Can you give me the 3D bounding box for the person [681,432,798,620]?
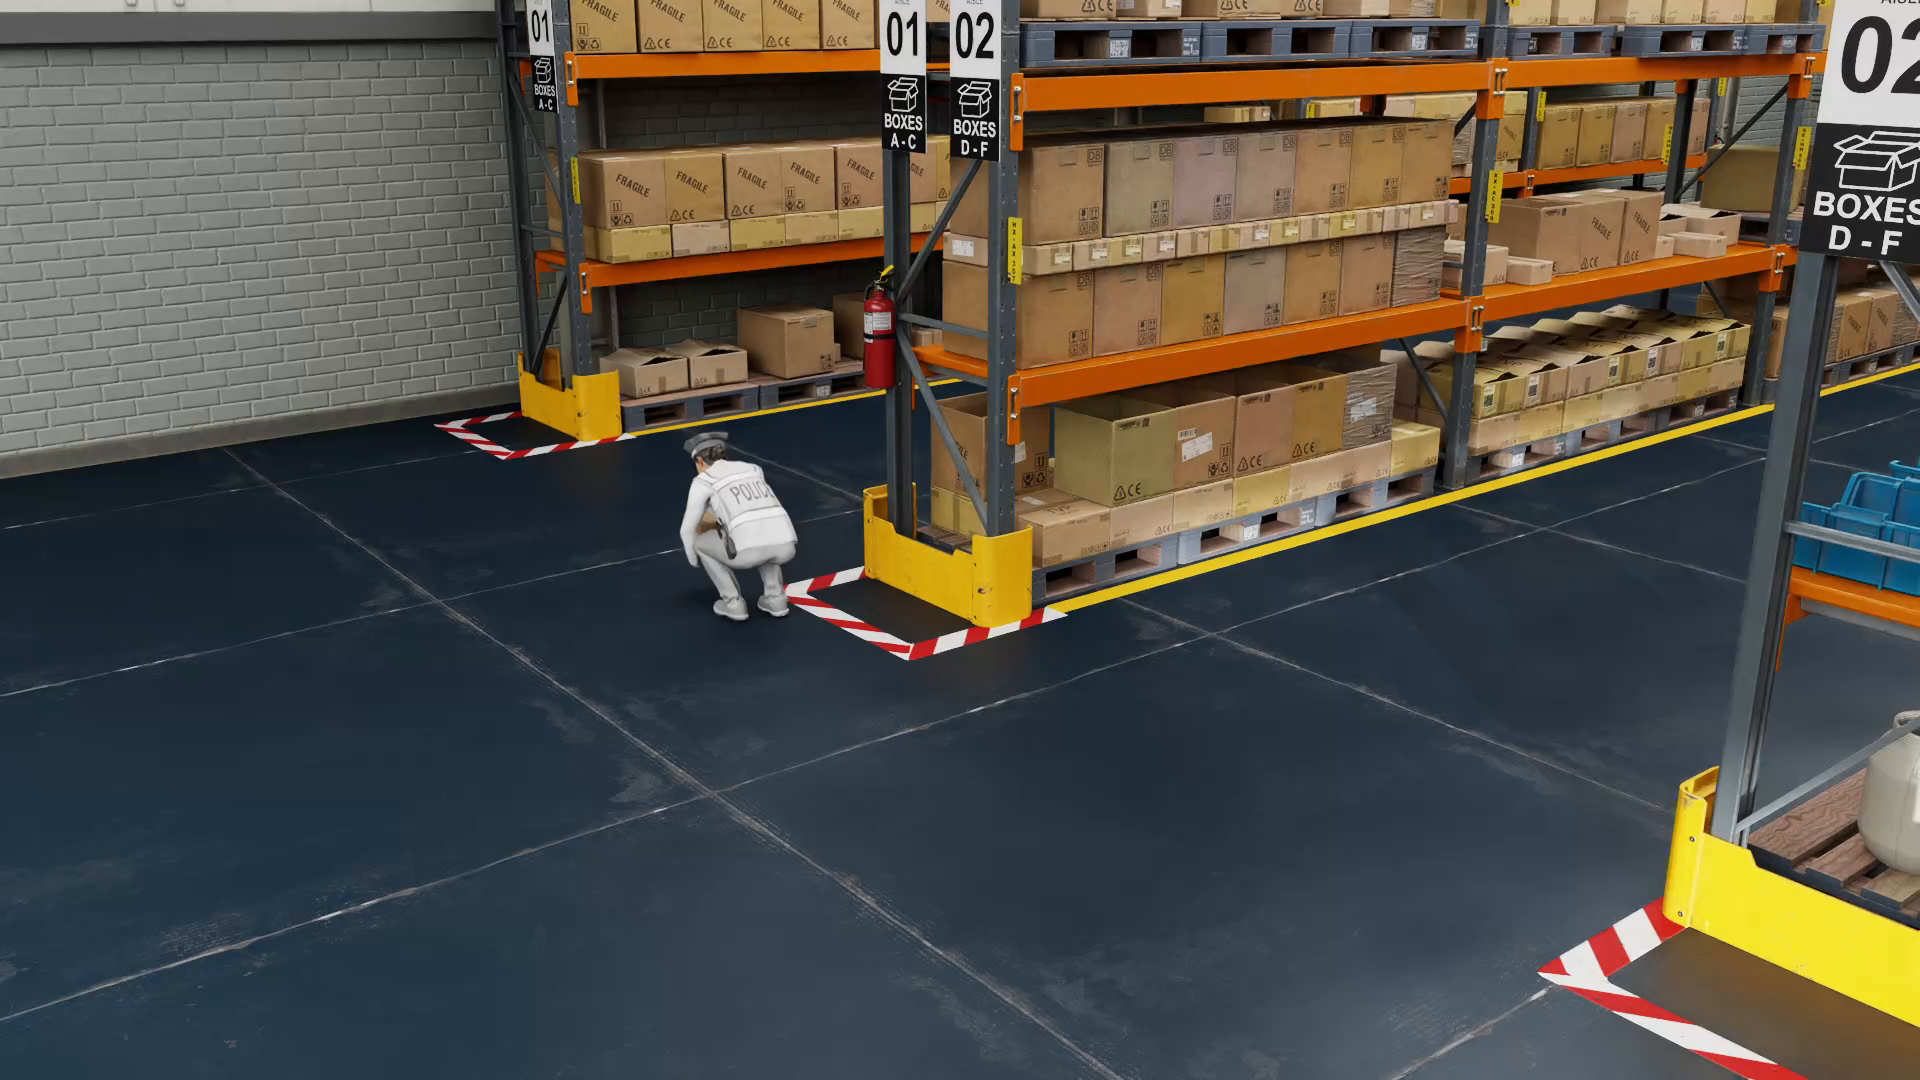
[{"bbox_3d":[-1.212,-0.081,8.964,0.503,0.965,0.826,-10,21,-29],"label":"person"}]
